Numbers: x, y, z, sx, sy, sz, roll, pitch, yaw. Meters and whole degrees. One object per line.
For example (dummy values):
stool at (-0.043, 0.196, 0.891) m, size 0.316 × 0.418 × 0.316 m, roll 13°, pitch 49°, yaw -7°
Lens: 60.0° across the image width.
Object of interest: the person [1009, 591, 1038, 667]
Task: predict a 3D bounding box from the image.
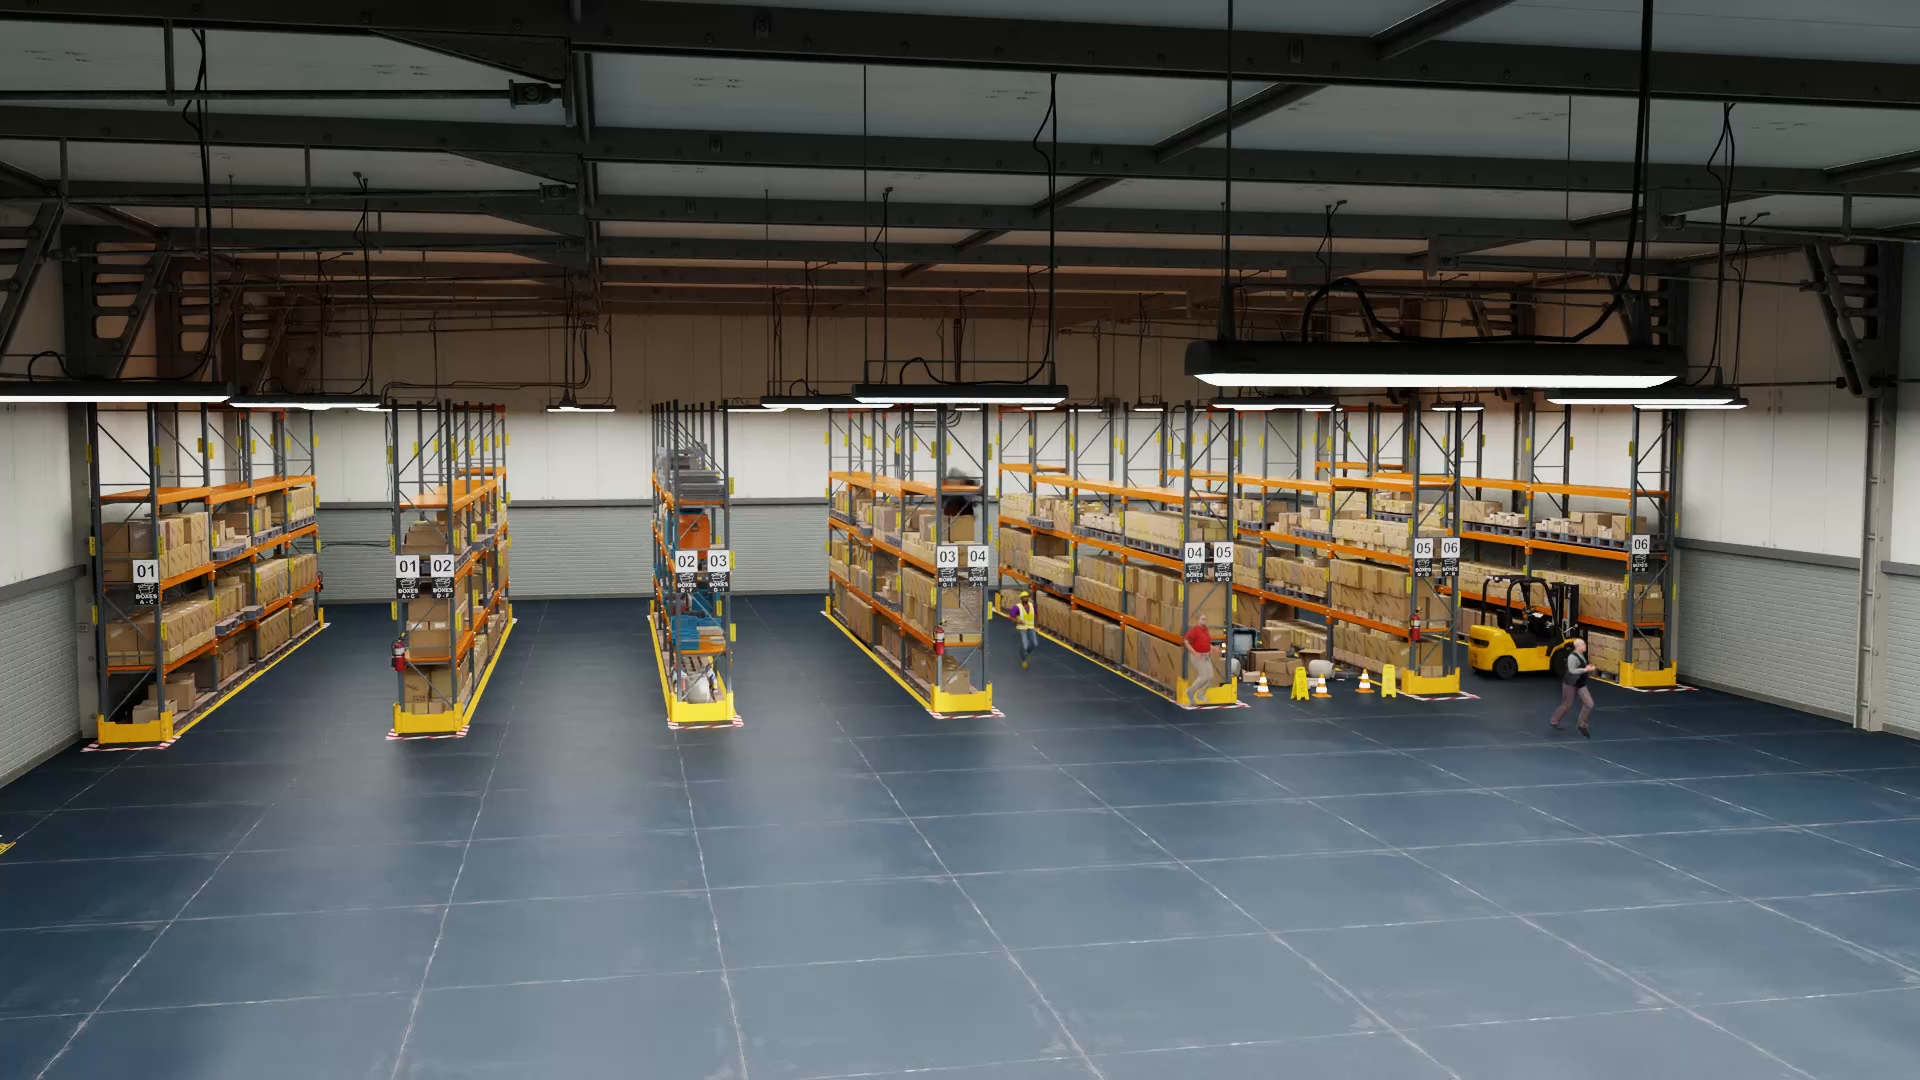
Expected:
person at (1.494, 2.021, 37.612) m, size 0.770 × 1.721 × 0.526 m, roll -2°, pitch 5°, yaw -24°

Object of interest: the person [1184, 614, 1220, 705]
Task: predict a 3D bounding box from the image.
person at (4.589, 2.268, 31.464) m, size 0.559 × 1.733 × 0.687 m, roll 4°, pitch 6°, yaw 39°

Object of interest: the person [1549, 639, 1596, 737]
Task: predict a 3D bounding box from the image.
person at (10.925, 2.644, 29.626) m, size 0.625 × 1.791 × 0.830 m, roll -4°, pitch 6°, yaw -42°
